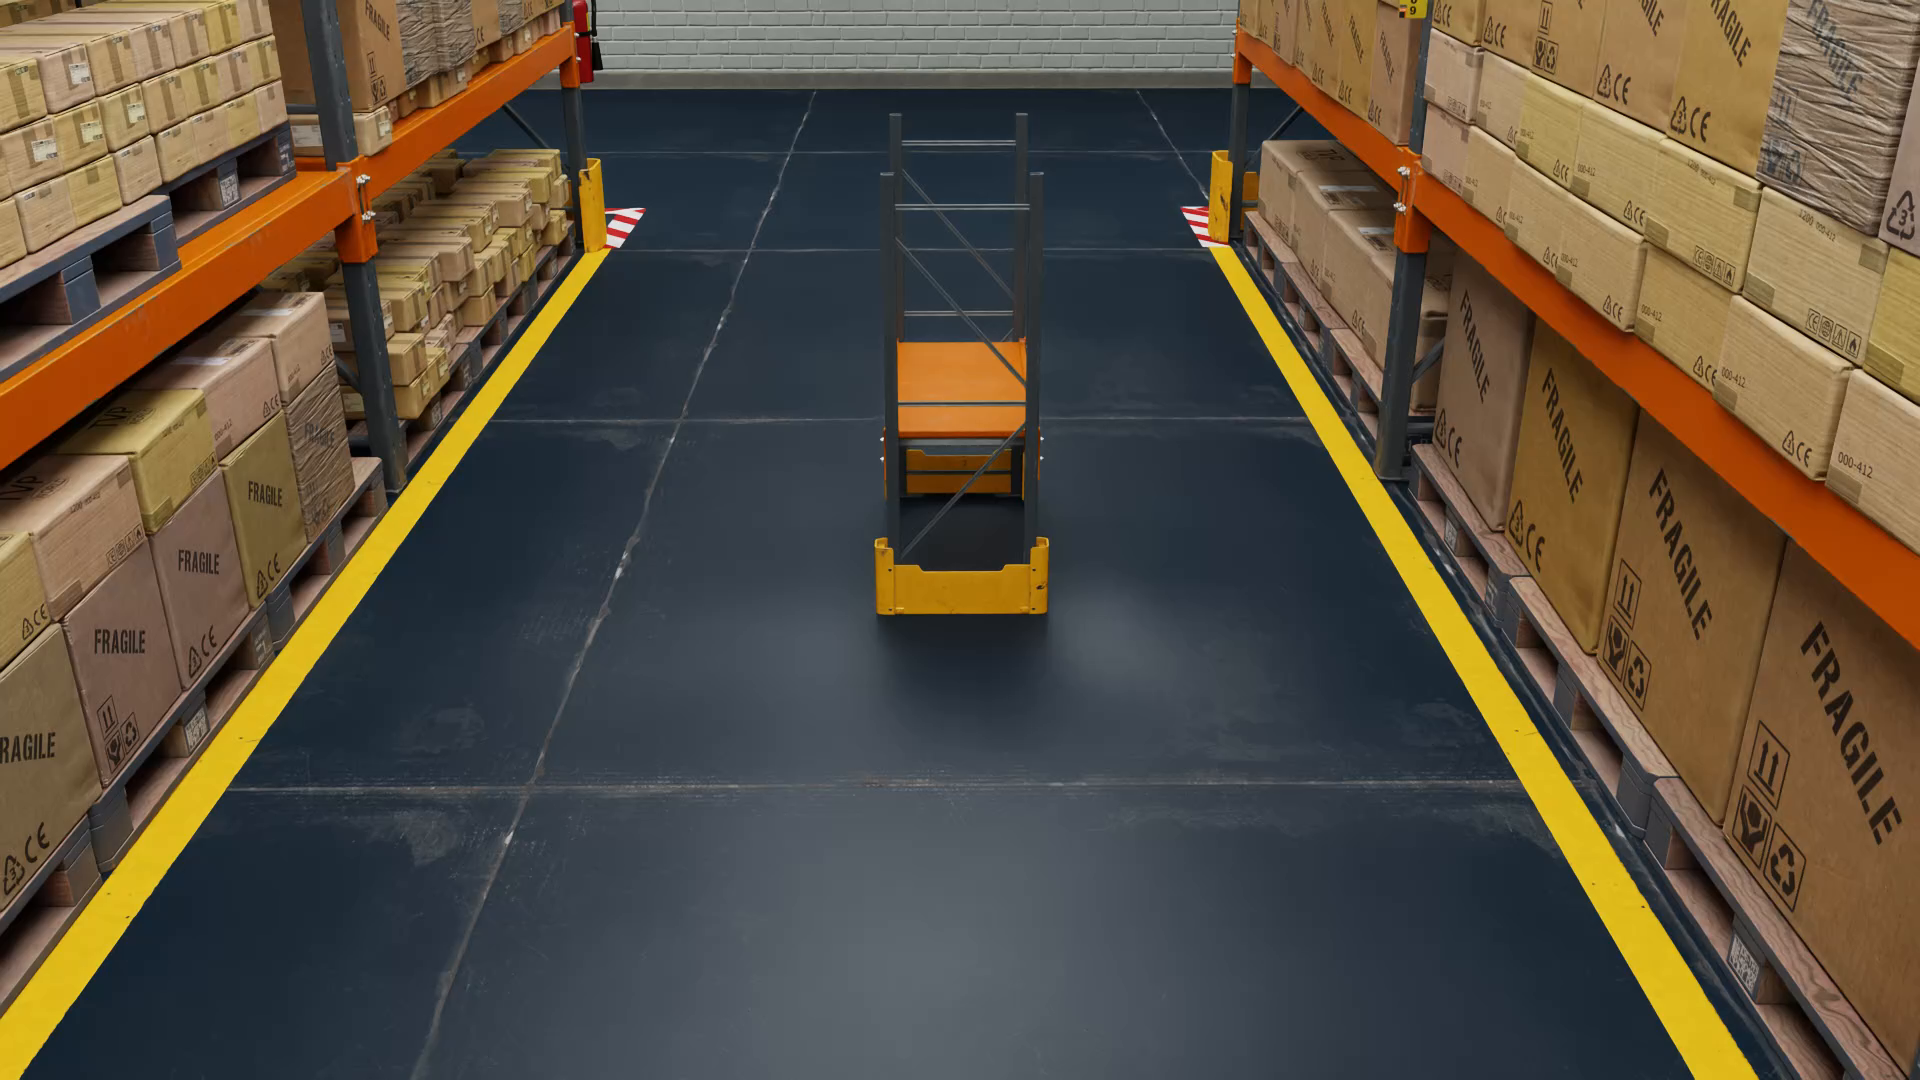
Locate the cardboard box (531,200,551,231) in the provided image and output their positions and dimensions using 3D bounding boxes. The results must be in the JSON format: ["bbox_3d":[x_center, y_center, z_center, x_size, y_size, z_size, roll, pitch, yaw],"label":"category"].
[{"bbox_3d":[-2.486,-1.812,9.206,0.380,0.149,0.250,-1,24,-3],"label":"cardboard box"}]

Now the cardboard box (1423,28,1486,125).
[{"bbox_3d":[1.931,-1.607,5.739,0.500,0.250,0.500,-1,24,-2],"label":"cardboard box"}]

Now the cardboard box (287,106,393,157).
[{"bbox_3d":[-2.417,-1.570,6.387,0.380,0.149,0.250,1,24,1],"label":"cardboard box"}]

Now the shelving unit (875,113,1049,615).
[{"bbox_3d":[0.001,-0.652,5.871,0.587,1.500,1.083,0,24,-1],"label":"shelving unit"}]

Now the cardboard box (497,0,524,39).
[{"bbox_3d":[-2.507,-2.791,8.298,0.500,0.500,0.500,0,24,0],"label":"cardboard box"}]

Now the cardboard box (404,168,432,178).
[{"bbox_3d":[-3.121,-1.943,9.135,0.380,0.149,0.250,0,24,-1],"label":"cardboard box"}]

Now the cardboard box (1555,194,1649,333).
[{"bbox_3d":[1.942,-0.749,4.448,0.500,0.250,0.500,-1,24,-1],"label":"cardboard box"}]

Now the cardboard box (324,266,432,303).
[{"bbox_3d":[-2.533,-1.091,7.249,0.380,0.149,0.250,-1,24,-1],"label":"cardboard box"}]

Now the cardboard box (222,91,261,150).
[{"bbox_3d":[-2.535,-1.374,5.442,0.380,0.149,0.250,0,24,0],"label":"cardboard box"}]

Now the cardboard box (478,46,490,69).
[{"bbox_3d":[-2.572,-2.436,8.301,0.380,0.149,0.250,-1,24,-3],"label":"cardboard box"}]

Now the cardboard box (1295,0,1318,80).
[{"bbox_3d":[1.925,-2.501,8.018,0.500,0.500,0.500,1,24,1],"label":"cardboard box"}]

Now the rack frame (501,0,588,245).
[{"bbox_3d":[-2.784,-3.215,9.718,1.000,3.000,0.127,0,24,-1],"label":"rack frame"}]

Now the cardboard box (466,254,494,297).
[{"bbox_3d":[-2.475,-1.278,8.025,0.380,0.149,0.250,0,24,-1],"label":"cardboard box"}]

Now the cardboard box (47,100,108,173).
[{"bbox_3d":[-2.521,-1.073,4.416,0.380,0.149,0.250,0,24,0],"label":"cardboard box"}]

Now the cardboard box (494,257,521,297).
[{"bbox_3d":[-2.485,-1.357,8.561,0.380,0.149,0.250,0,24,0],"label":"cardboard box"}]

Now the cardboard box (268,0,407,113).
[{"bbox_3d":[-2.494,-1.953,6.445,0.500,0.500,0.500,-1,24,-2],"label":"cardboard box"}]

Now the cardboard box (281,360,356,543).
[{"bbox_3d":[-2.481,-0.315,5.830,0.500,0.500,0.500,-1,24,-2],"label":"cardboard box"}]

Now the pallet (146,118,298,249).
[{"bbox_3d":[-2.878,-1.163,5.415,1.003,0.211,1.213,0,24,-1],"label":"pallet"}]

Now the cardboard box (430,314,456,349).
[{"bbox_3d":[-2.534,-0.927,7.609,0.380,0.149,0.250,-1,24,-2],"label":"cardboard box"}]

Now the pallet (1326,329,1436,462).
[{"bbox_3d":[2.278,-0.674,7.483,1.003,0.211,1.213,0,24,-1],"label":"pallet"}]

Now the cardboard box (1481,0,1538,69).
[{"bbox_3d":[1.958,-1.739,5.121,0.500,0.500,0.500,0,24,-1],"label":"cardboard box"}]

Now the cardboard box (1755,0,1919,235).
[{"bbox_3d":[1.970,-0.907,3.280,0.500,0.500,0.500,0,24,0],"label":"cardboard box"}]

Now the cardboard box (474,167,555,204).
[{"bbox_3d":[-2.450,-1.951,9.152,0.380,0.149,0.250,-1,24,-2],"label":"cardboard box"}]

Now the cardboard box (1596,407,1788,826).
[{"bbox_3d":[2.321,0.142,4.365,0.875,0.875,0.875,0,24,0],"label":"cardboard box"}]

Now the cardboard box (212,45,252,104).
[{"bbox_3d":[-2.535,-1.507,5.377,0.380,0.149,0.250,0,24,0],"label":"cardboard box"}]

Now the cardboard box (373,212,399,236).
[{"bbox_3d":[-2.986,-1.515,8.189,0.380,0.149,0.250,0,24,0],"label":"cardboard box"}]

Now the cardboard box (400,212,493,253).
[{"bbox_3d":[-2.529,-1.517,8.192,0.380,0.149,0.250,0,24,0],"label":"cardboard box"}]

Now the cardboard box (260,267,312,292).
[{"bbox_3d":[-3.057,-1.083,7.233,0.380,0.149,0.250,0,24,-1],"label":"cardboard box"}]

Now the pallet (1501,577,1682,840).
[{"bbox_3d":[2.308,0.462,4.973,1.003,0.211,1.213,0,24,-1],"label":"pallet"}]

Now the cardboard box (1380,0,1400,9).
[{"bbox_3d":[1.927,-2.325,6.415,0.500,0.500,0.500,0,24,-1],"label":"cardboard box"}]

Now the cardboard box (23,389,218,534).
[{"bbox_3d":[-2.468,-0.225,4.722,0.500,0.250,0.500,-1,24,-3],"label":"cardboard box"}]

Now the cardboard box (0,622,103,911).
[{"bbox_3d":[-2.459,0.530,3.963,0.500,0.500,0.500,0,24,0],"label":"cardboard box"}]

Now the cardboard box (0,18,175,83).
[{"bbox_3d":[-2.534,-1.425,4.833,0.380,0.149,0.250,0,24,-1],"label":"cardboard box"}]

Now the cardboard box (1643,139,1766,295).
[{"bbox_3d":[1.957,-0.762,3.870,0.500,0.250,0.500,-1,24,-2],"label":"cardboard box"}]

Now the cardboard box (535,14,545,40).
[{"bbox_3d":[-2.533,-2.865,9.248,0.380,0.149,0.250,0,24,-1],"label":"cardboard box"}]

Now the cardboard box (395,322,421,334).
[{"bbox_3d":[-2.517,-0.849,7.076,0.380,0.149,0.250,0,24,0],"label":"cardboard box"}]

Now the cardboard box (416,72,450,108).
[{"bbox_3d":[-2.484,-2.002,7.342,0.380,0.149,0.250,0,24,0],"label":"cardboard box"}]

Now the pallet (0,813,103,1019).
[{"bbox_3d":[-2.704,1.030,3.716,1.003,0.211,1.213,0,24,-1],"label":"pallet"}]

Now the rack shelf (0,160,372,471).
[{"bbox_3d":[-2.719,-0.415,4.400,1.077,0.370,4.000,0,24,-1],"label":"rack shelf"}]

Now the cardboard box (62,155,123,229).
[{"bbox_3d":[-2.521,-0.944,4.492,0.380,0.149,0.250,1,24,2],"label":"cardboard box"}]

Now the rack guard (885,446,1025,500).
[{"bbox_3d":[-0.005,-0.288,6.583,0.587,0.250,0.087,0,24,-1],"label":"rack guard"}]

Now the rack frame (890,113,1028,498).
[{"bbox_3d":[-0.005,-0.858,6.326,0.500,1.500,0.032,0,24,-1],"label":"rack frame"}]

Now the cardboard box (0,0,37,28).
[{"bbox_3d":[-3.187,-1.635,5.299,0.380,0.149,0.250,0,24,1],"label":"cardboard box"}]

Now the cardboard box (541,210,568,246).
[{"bbox_3d":[-2.466,-1.786,9.508,0.380,0.149,0.250,0,24,1],"label":"cardboard box"}]

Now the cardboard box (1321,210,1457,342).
[{"bbox_3d":[2.298,-1.282,8.045,0.875,0.438,0.875,-1,24,-2],"label":"cardboard box"}]
